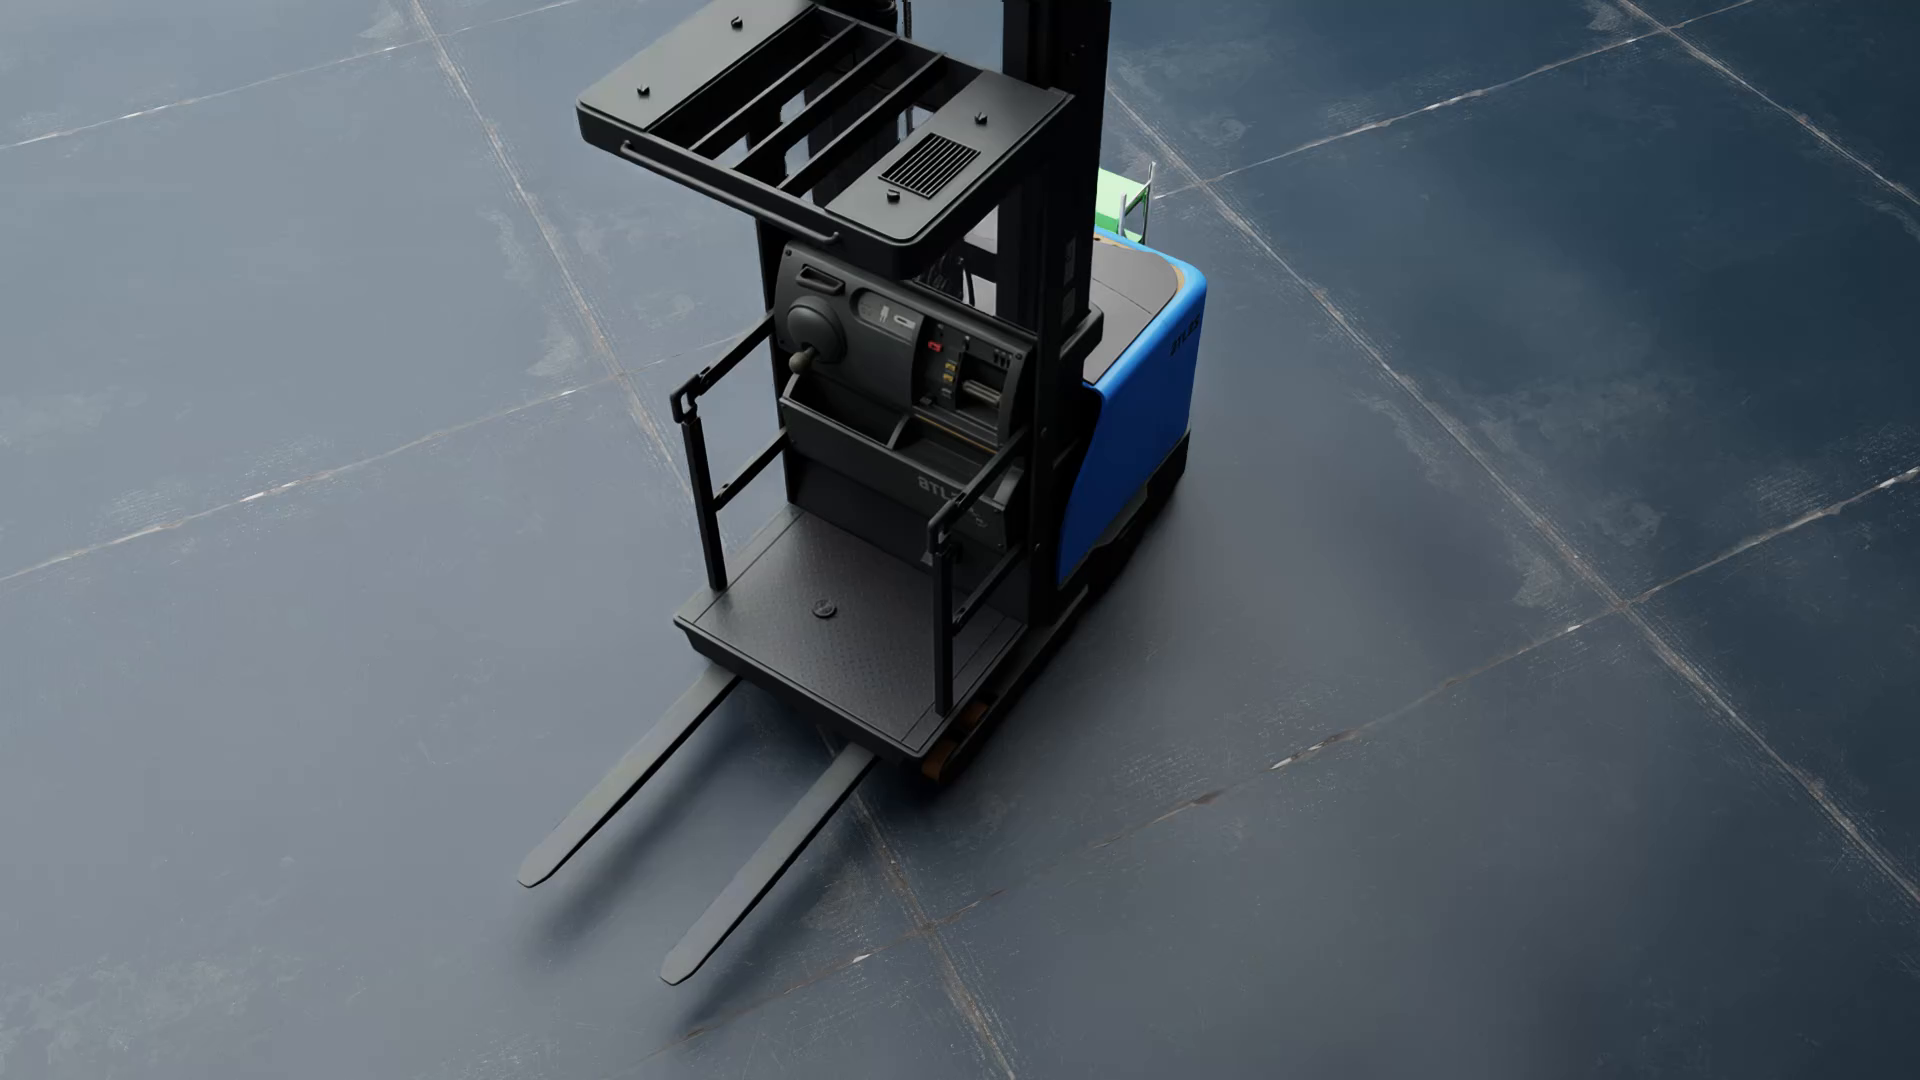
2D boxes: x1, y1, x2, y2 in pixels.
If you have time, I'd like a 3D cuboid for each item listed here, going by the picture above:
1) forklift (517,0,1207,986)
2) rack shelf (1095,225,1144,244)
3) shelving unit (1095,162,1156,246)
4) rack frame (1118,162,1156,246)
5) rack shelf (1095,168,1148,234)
[{"bbox_3d":[-0.317,-0.524,5.154,1.130,2.935,3.031,27,54,22],"label":"forklift"},{"bbox_3d":[0.466,-1.178,6.642,0.480,0.148,0.258,26,54,21],"label":"rack shelf"},{"bbox_3d":[0.466,-1.063,6.775,0.503,1.200,0.258,26,54,21],"label":"shelving unit"},{"bbox_3d":[0.669,-0.961,6.686,0.015,1.200,0.240,26,54,21],"label":"rack frame"},{"bbox_3d":[0.466,-1.336,6.462,0.480,0.148,0.258,26,54,21],"label":"rack shelf"}]
